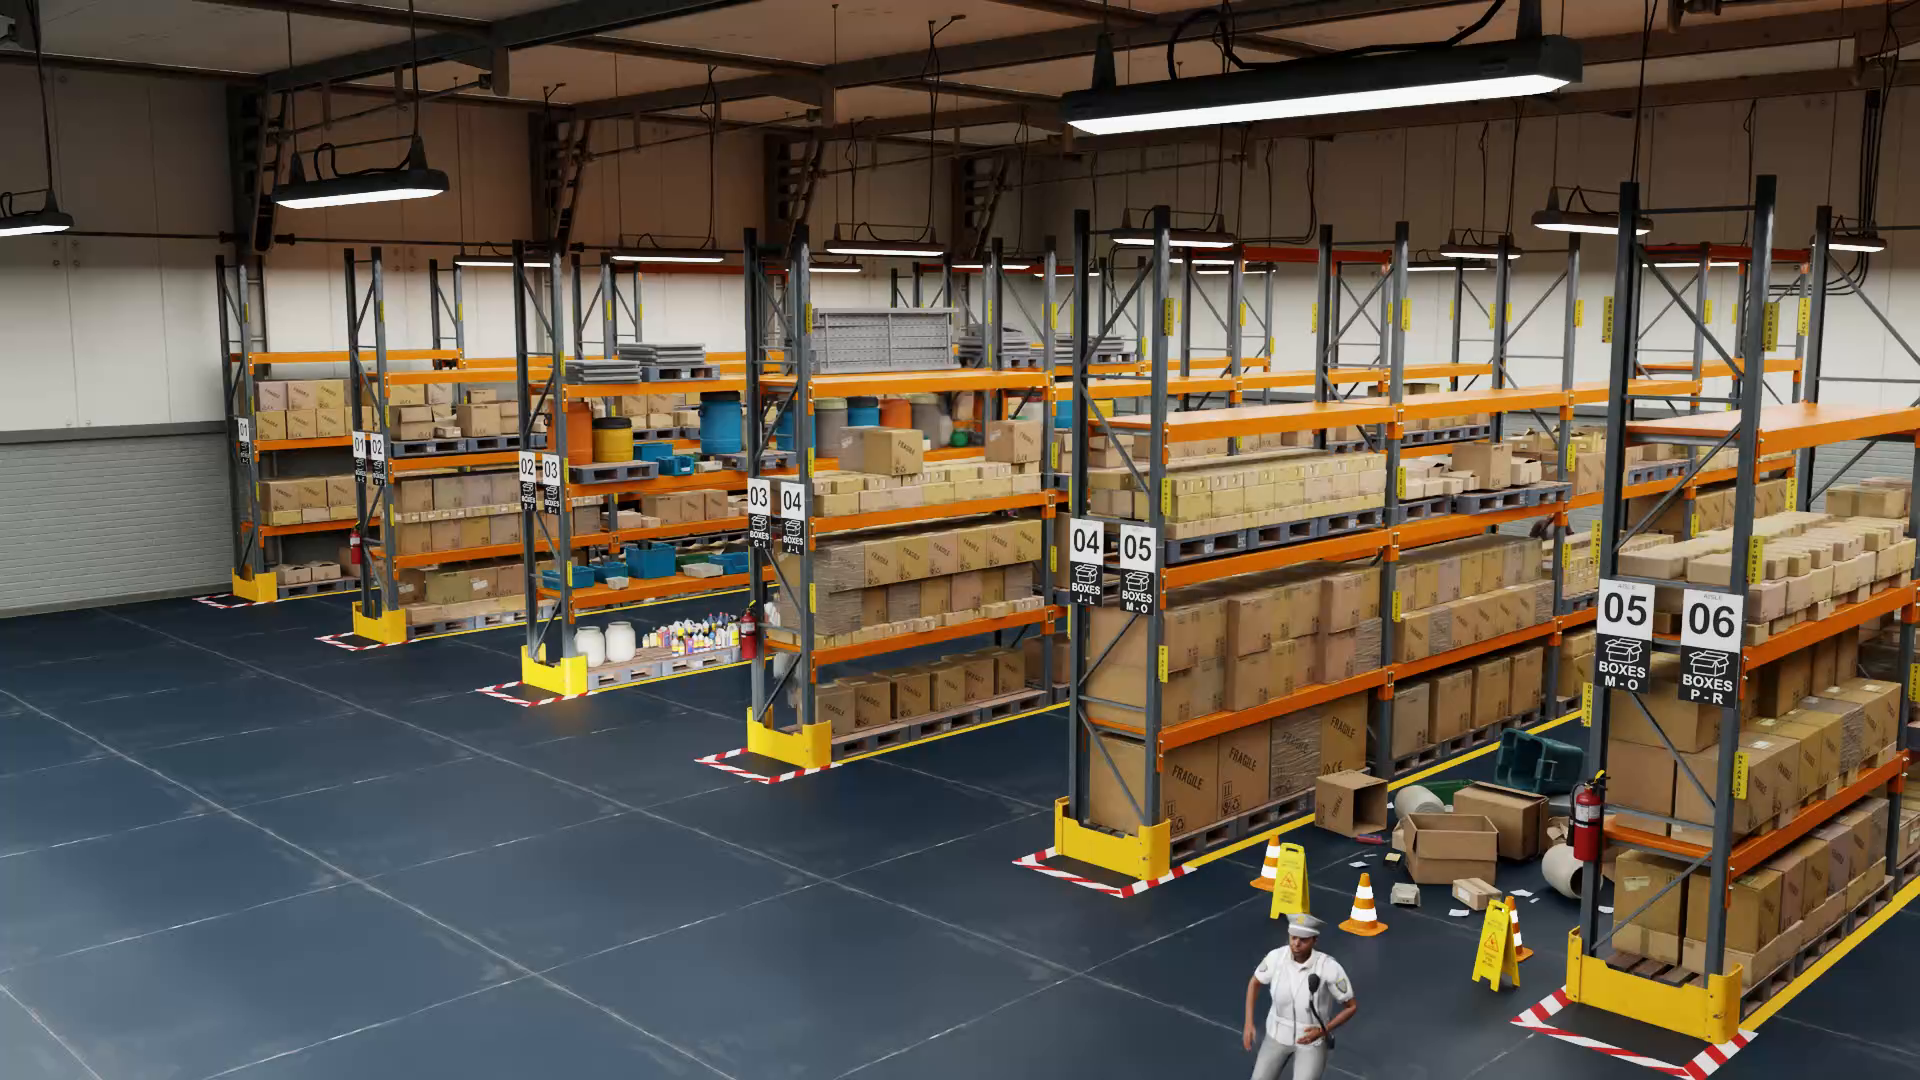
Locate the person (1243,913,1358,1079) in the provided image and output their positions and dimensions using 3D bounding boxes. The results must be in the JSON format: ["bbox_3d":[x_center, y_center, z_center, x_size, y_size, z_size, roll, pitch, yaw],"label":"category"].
[{"bbox_3d":[1.982,2.989,9.934,0.767,1.685,0.569,3,9,22],"label":"person"}]

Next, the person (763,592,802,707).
[{"bbox_3d":[-2.210,1.391,21.160,0.699,1.572,0.945,2,8,16],"label":"person"}]

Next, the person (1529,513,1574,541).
[{"bbox_3d":[10.142,0.273,28.583,0.748,1.751,0.628,4,9,26],"label":"person"}]
